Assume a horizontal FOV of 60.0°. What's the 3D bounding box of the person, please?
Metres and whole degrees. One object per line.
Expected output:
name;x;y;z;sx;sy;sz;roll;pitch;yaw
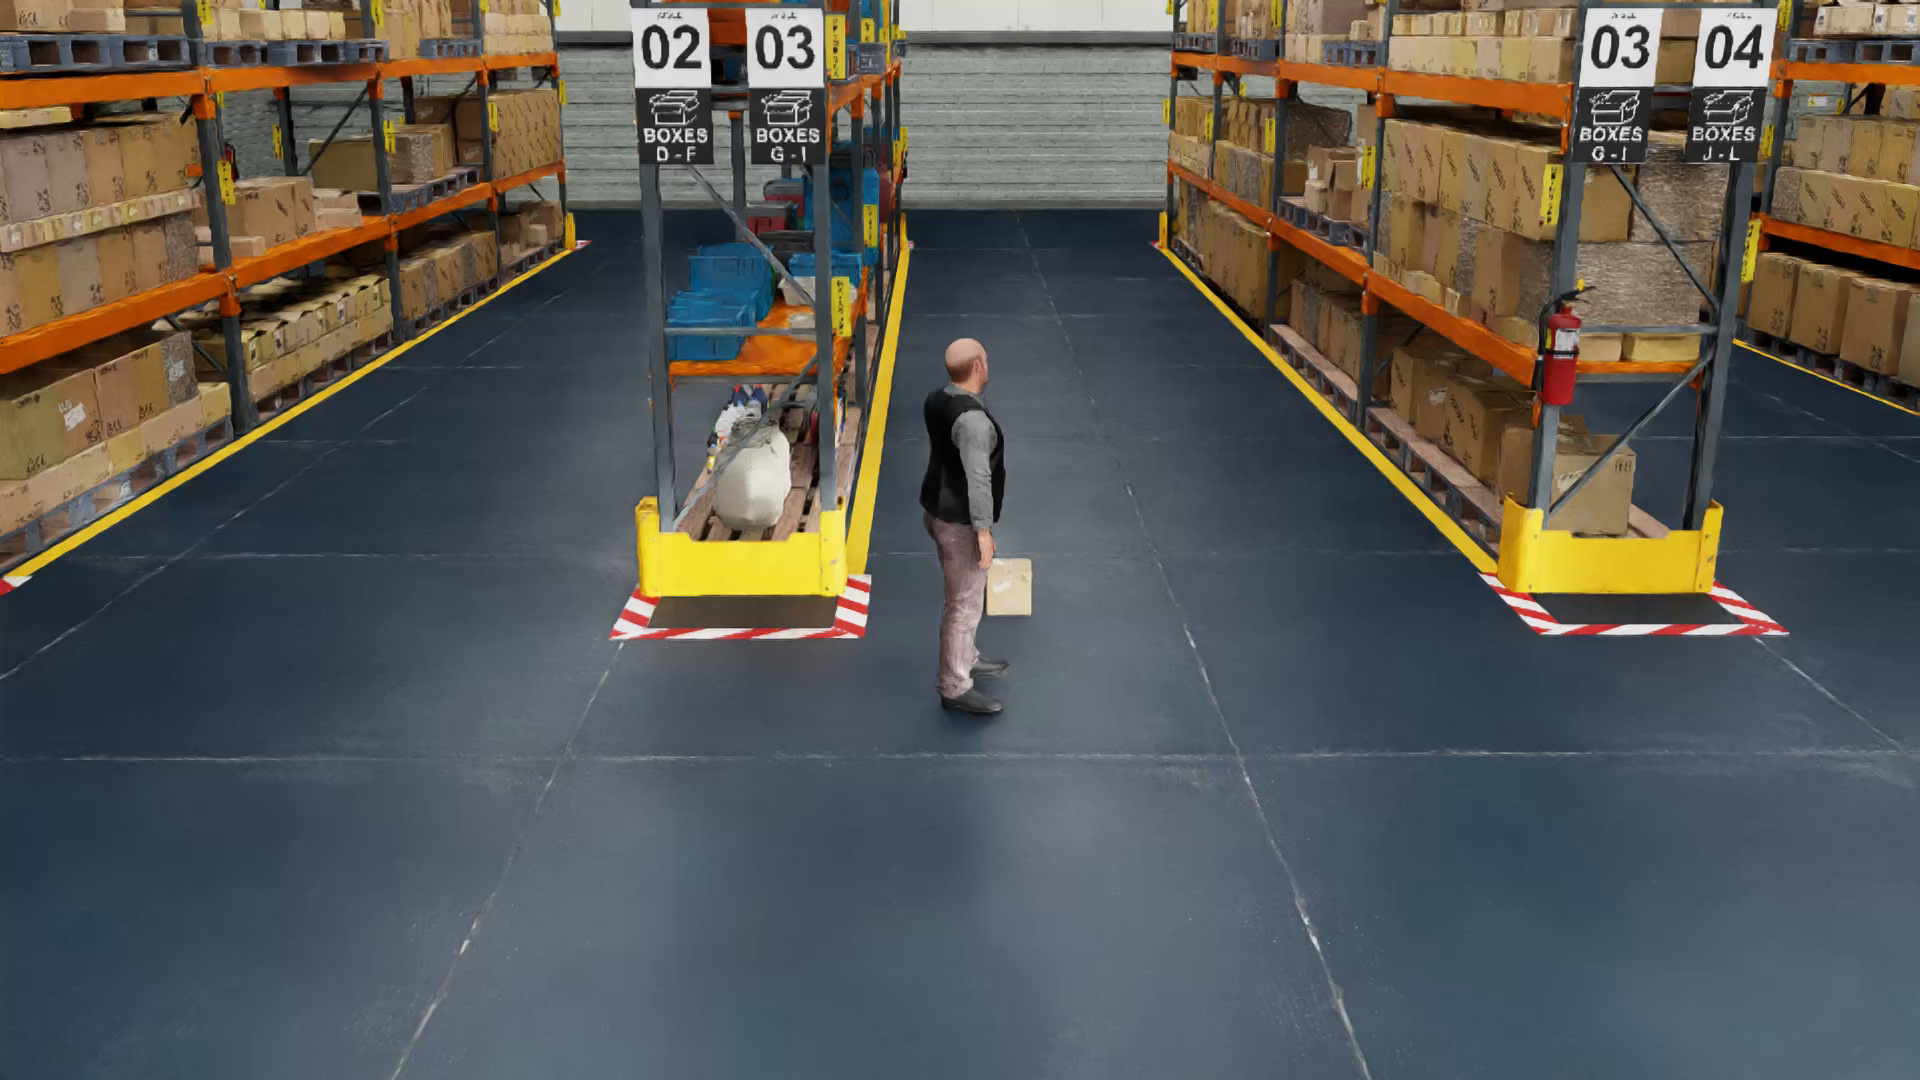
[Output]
person;0.067;-0.090;7.787;0.470;1.730;0.588;-6;18;-18
